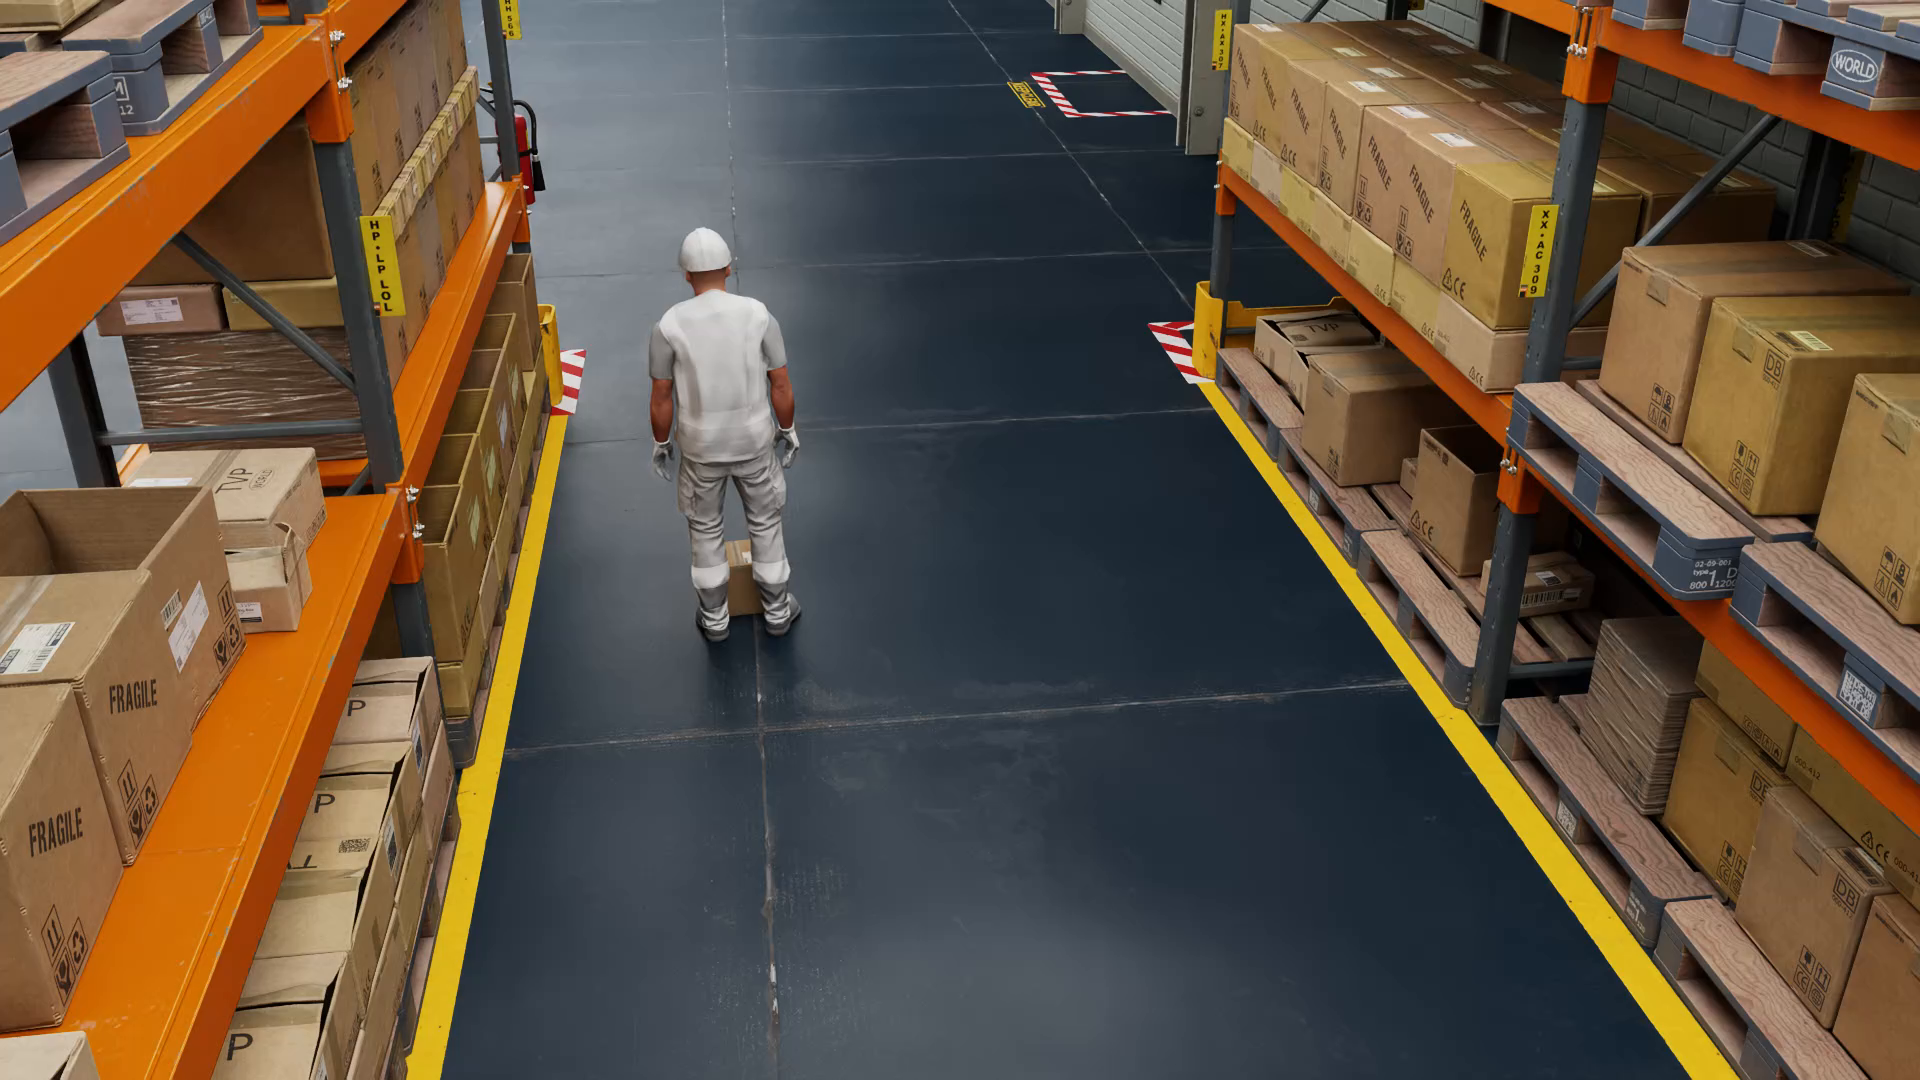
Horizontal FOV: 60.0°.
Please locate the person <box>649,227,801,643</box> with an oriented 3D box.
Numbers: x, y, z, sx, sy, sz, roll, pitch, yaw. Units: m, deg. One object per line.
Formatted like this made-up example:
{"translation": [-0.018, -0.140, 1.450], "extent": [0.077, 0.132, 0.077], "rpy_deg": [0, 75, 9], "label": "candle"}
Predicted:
{"translation": [-0.976, -0.408, 6.907], "extent": [0.617, 1.776, 0.453], "rpy_deg": [-5, 27, -10], "label": "person"}
